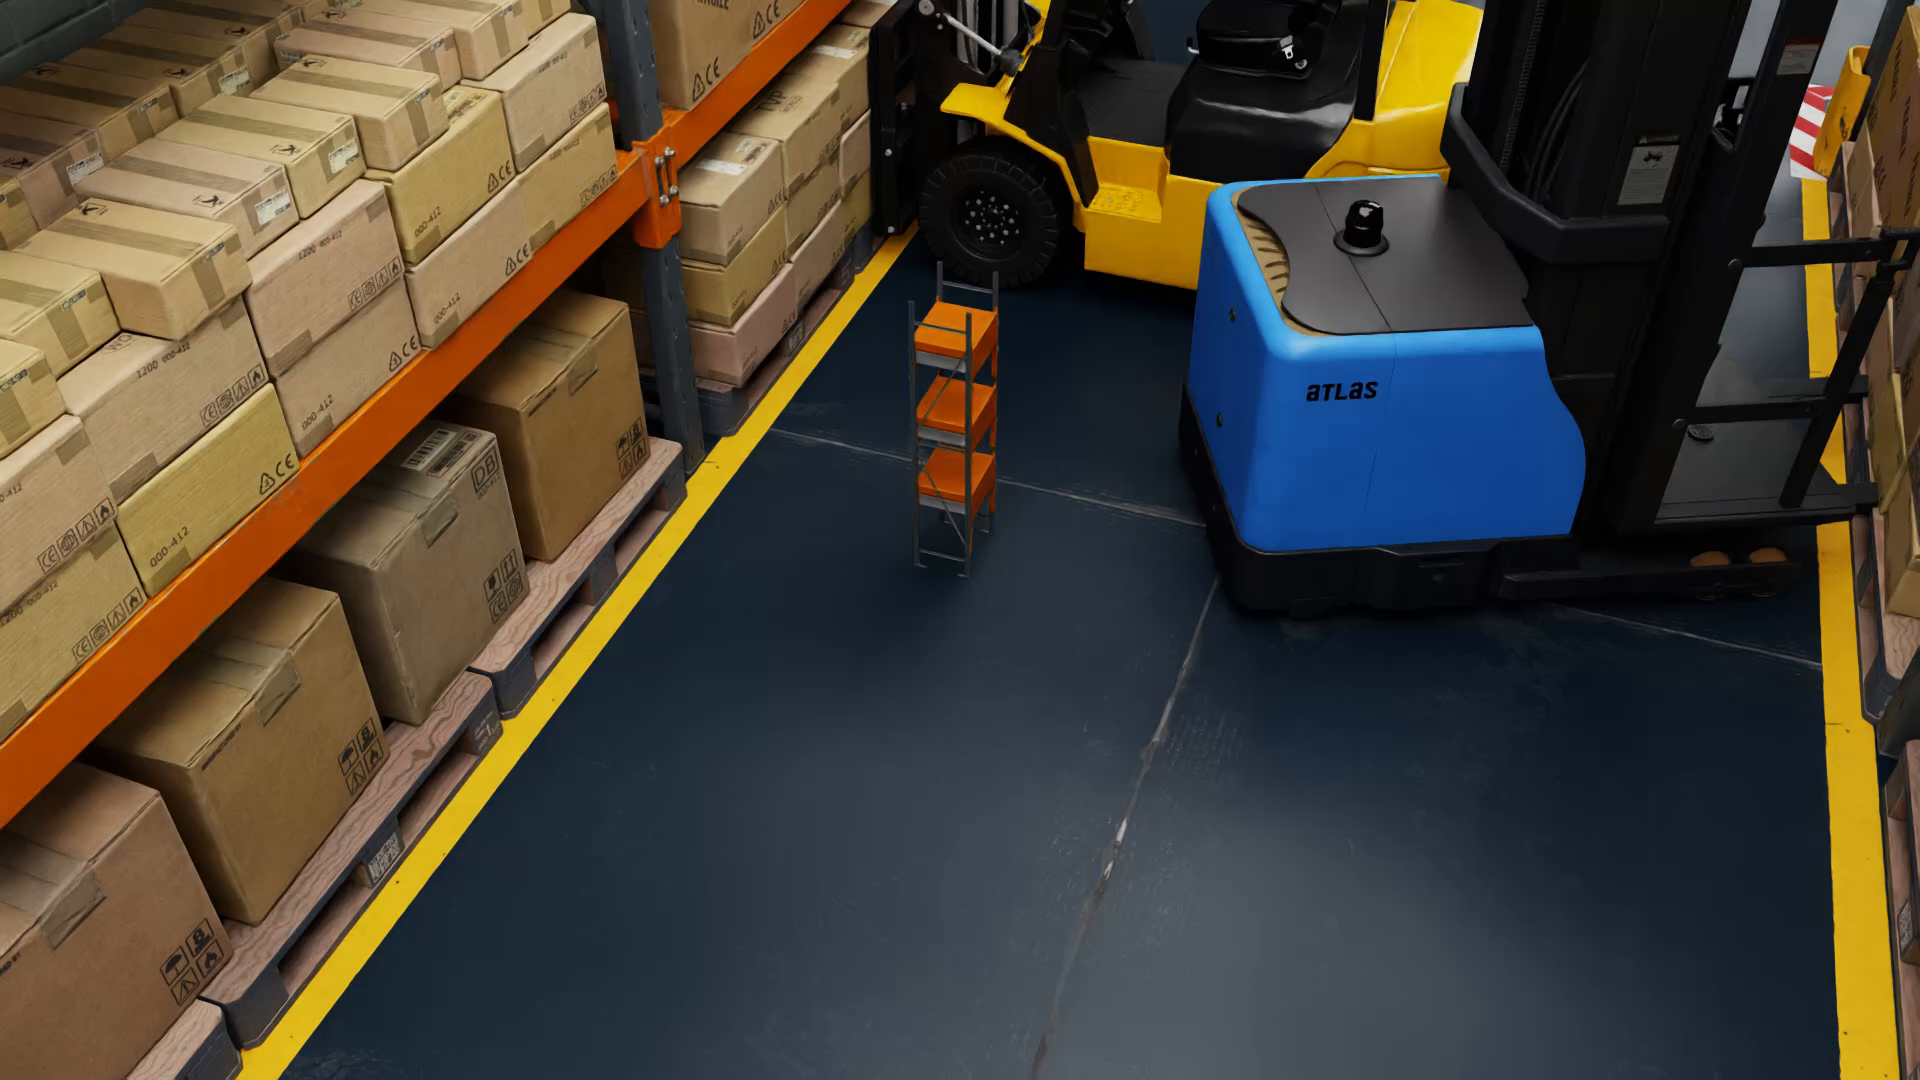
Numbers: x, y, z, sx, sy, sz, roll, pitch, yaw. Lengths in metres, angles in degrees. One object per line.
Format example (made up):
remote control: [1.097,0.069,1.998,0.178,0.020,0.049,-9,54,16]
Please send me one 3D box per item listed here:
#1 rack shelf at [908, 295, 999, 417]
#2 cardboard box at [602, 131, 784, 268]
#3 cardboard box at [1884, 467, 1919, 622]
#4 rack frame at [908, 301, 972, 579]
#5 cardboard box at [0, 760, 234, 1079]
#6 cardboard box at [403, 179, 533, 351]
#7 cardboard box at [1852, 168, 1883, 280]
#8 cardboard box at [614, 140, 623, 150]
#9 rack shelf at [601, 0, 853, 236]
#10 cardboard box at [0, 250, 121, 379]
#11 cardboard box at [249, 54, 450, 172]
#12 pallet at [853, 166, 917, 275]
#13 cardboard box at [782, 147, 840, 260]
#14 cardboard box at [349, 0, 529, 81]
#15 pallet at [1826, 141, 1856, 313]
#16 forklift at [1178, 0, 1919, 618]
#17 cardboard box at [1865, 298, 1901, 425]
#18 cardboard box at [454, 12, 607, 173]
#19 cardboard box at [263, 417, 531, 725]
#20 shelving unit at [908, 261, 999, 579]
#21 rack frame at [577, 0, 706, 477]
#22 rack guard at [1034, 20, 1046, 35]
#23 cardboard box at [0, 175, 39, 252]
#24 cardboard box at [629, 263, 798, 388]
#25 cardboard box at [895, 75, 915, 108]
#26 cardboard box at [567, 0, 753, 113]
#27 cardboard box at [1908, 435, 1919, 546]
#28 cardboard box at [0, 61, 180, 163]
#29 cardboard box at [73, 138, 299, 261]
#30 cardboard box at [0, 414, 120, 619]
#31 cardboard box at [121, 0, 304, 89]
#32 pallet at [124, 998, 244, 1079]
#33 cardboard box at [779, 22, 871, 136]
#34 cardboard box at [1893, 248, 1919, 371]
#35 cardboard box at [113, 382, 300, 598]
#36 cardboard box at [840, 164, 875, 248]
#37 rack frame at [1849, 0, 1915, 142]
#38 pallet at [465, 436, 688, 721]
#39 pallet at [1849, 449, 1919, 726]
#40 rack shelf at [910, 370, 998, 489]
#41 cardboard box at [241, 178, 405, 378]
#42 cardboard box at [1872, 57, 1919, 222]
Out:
rack shelf: [-0.018,-0.575,5.194,0.215,0.259,0.240,13,42,15]
cardboard box: [-0.962,-1.237,5.913,0.500,0.250,0.500,13,42,14]
cardboard box: [3.193,0.048,5.177,0.500,0.250,0.500,15,43,17]
rack frame: [-0.060,-0.292,5.284,0.200,1.050,0.008,13,42,15]
cardboard box: [-2.348,0.888,3.904,0.875,0.625,0.625,15,43,16]
cardboard box: [-1.516,-0.787,4.477,0.500,0.250,0.500,13,42,15]
cardboard box: [3.894,-1.231,6.677,0.500,0.250,0.500,15,43,17]
cardboard box: [-1.436,-1.354,6.051,0.500,0.250,0.500,14,42,16]
rack shelf: [-0.739,-2.463,6.880,1.077,0.370,4.000,13,42,15]
cardboard box: [-1.975,-0.461,3.402,0.380,0.149,0.250,13,42,15]
cardboard box: [-1.500,-1.055,4.099,0.380,0.149,0.250,12,42,14]
pallet: [-0.696,-1.679,7.555,1.003,0.211,1.213,13,42,15]
cardboard box: [-0.797,-1.355,6.437,0.500,0.250,0.500,13,42,15]
cardboard box: [-1.402,-1.383,4.483,0.380,0.149,0.250,13,42,14]
pallet: [4.274,-1.263,7.067,1.003,0.211,1.213,13,42,15]
forklift: [2.345,-1.255,4.963,3.031,2.935,1.130,-3,41,-4]
cardboard box: [3.544,-0.588,5.923,0.500,0.250,0.500,14,42,16]
cardboard box: [-1.350,-1.294,4.686,0.500,0.250,0.500,12,42,14]
cardboard box: [-1.863,0.019,4.923,0.875,0.625,0.625,13,42,15]
shelving unit: [-0.018,-0.367,5.371,0.215,1.050,0.252,13,42,15]
rack frame: [-1.423,-1.517,5.217,1.000,3.000,0.127,13,42,15]
rack guard: [-0.047,-3.021,8.905,1.175,0.500,0.348,13,42,15]
cardboard box: [-2.310,-0.716,3.701,0.380,0.149,0.250,14,42,15]
cardboard box: [-0.946,-0.852,6.233,0.500,0.250,0.500,14,42,16]
cardboard box: [-0.440,-1.967,7.154,0.500,0.250,0.500,13,42,15]
cardboard box: [-1.026,-1.768,5.434,0.500,0.500,0.500,12,42,14]
cardboard box: [3.193,-0.237,4.934,0.500,0.500,0.500,13,42,14]
cardboard box: [-2.148,-1.024,4.063,0.380,0.149,0.250,13,42,15]
cardboard box: [-1.740,-0.758,3.751,0.380,0.149,0.250,14,42,15]
cardboard box: [-2.041,-0.047,3.225,0.500,0.250,0.500,12,42,14]
cardboard box: [-1.972,-1.331,4.422,0.380,0.149,0.250,13,42,15]
pallet: [-2.472,1.490,3.841,1.003,0.211,1.213,13,42,15]
cardboard box: [-0.619,-1.852,6.635,0.500,0.250,0.500,15,43,17]
cardboard box: [3.539,-0.859,5.663,0.500,0.500,0.500,15,43,17]
cardboard box: [-1.884,-0.174,3.759,0.500,0.250,0.500,15,43,16]
cardboard box: [-0.626,-1.482,6.971,0.500,0.250,0.500,14,42,16]
rack frame: [4.611,-2.857,6.788,1.000,3.000,0.127,13,42,15]
pallet: [-1.638,0.002,5.585,1.003,0.211,1.213,13,42,15]
pallet: [3.440,0.226,5.323,1.003,0.211,1.213,13,42,15]
rack shelf: [-0.018,-0.359,5.378,0.215,0.259,0.240,13,42,15]
cardboard box: [-1.700,-0.668,3.952,0.500,0.250,0.500,14,42,16]
cardboard box: [3.893,-1.491,6.404,0.500,0.500,0.500,12,42,13]
